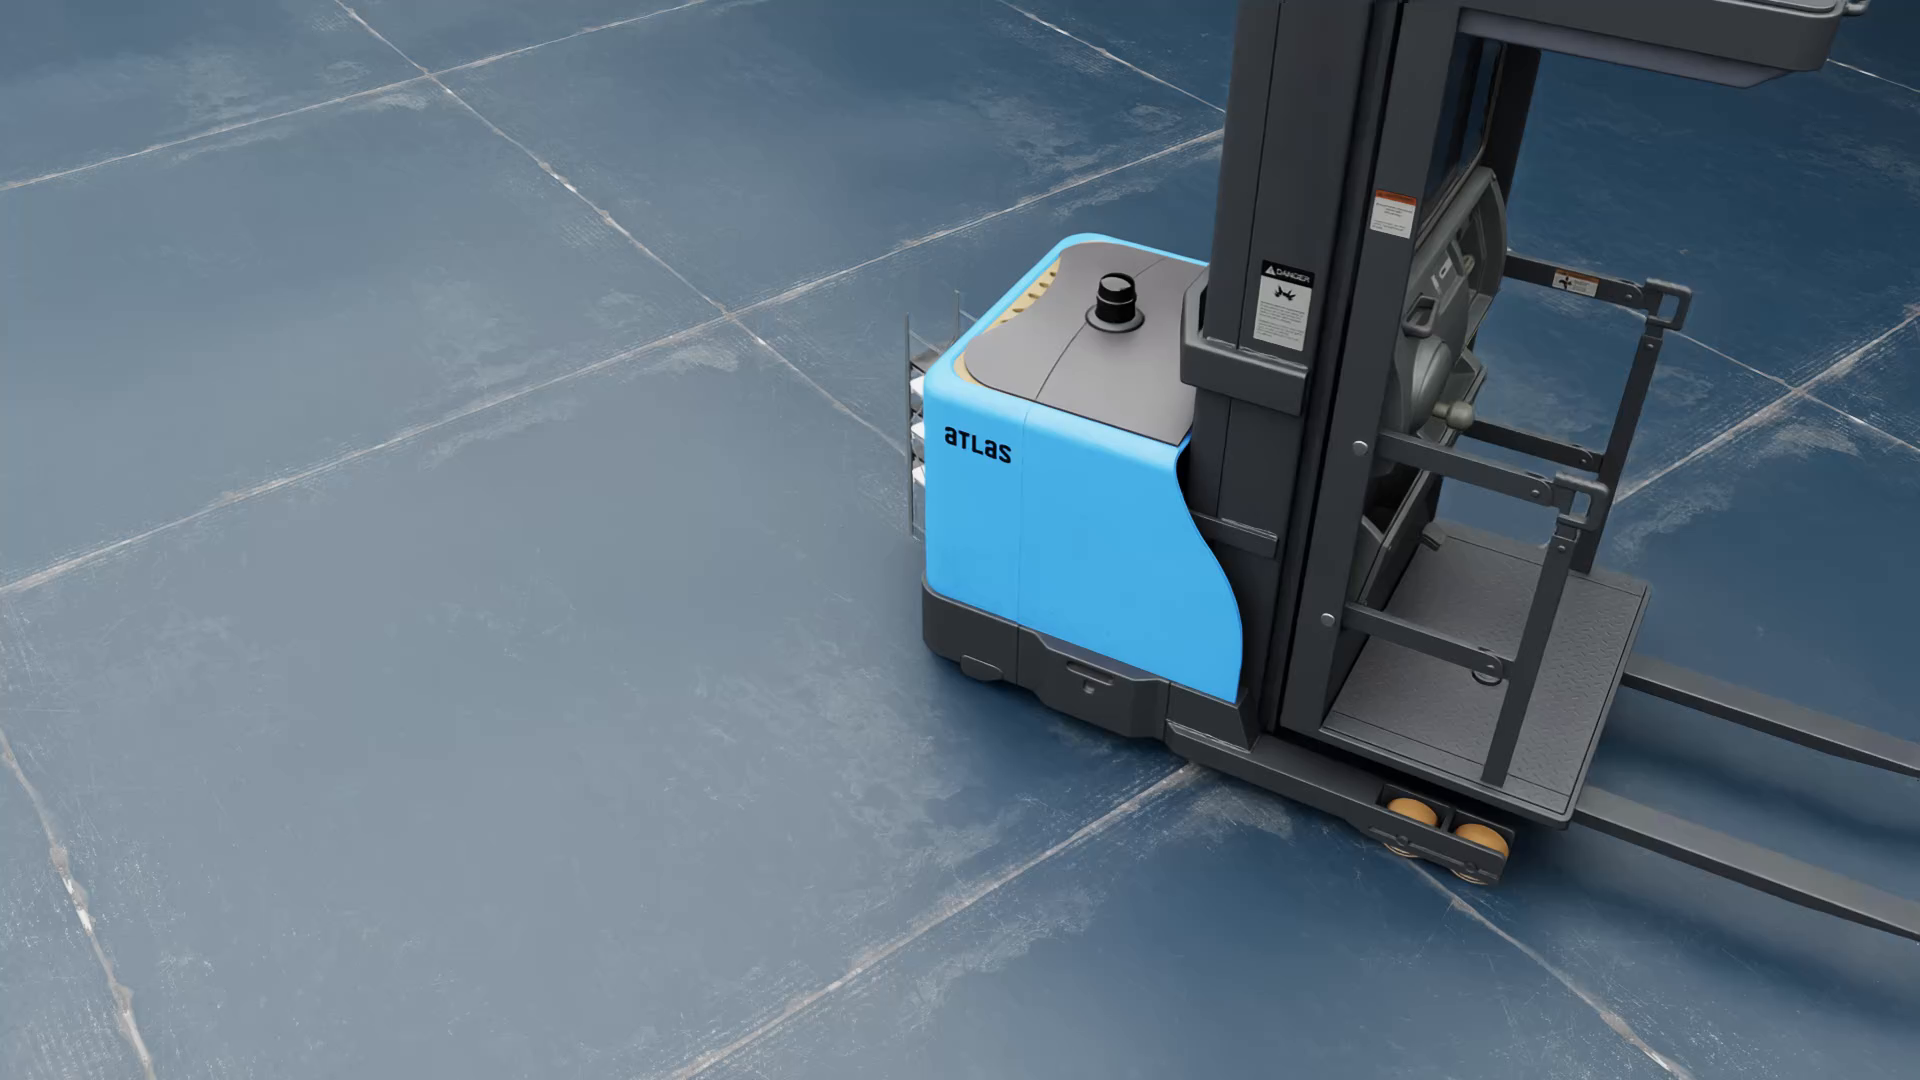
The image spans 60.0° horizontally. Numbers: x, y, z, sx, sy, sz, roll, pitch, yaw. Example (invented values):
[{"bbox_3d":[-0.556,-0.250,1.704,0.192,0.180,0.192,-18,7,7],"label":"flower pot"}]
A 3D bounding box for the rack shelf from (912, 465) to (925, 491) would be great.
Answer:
[{"bbox_3d":[-0.020,-0.184,5.601,0.200,0.077,0.258,-27,46,-29],"label":"rack shelf"}]

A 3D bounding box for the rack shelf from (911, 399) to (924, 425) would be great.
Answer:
[{"bbox_3d":[-0.020,-0.393,5.430,0.200,0.077,0.258,-27,46,-29],"label":"rack shelf"}]

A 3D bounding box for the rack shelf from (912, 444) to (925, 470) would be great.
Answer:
[{"bbox_3d":[-0.020,-0.253,5.544,0.200,0.077,0.258,-27,46,-29],"label":"rack shelf"}]

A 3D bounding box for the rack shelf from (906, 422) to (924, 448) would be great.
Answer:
[{"bbox_3d":[-0.020,-0.323,5.487,0.200,0.077,0.258,-27,46,-29],"label":"rack shelf"}]

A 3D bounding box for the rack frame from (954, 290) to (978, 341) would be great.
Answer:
[{"bbox_3d":[0.059,-0.389,5.515,0.006,0.900,0.240,-27,46,-29],"label":"rack frame"}]

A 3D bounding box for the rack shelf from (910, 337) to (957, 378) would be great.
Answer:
[{"bbox_3d":[-0.020,-0.532,5.316,0.200,0.077,0.258,-27,46,-29],"label":"rack shelf"}]

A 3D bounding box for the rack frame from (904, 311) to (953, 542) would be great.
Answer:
[{"bbox_3d":[-0.099,-0.308,5.416,0.006,0.900,0.240,-27,46,-29],"label":"rack frame"}]

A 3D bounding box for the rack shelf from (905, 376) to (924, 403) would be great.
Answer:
[{"bbox_3d":[-0.020,-0.462,5.373,0.200,0.077,0.258,-27,46,-29],"label":"rack shelf"}]

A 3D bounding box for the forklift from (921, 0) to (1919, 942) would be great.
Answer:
[{"bbox_3d":[1.421,-0.573,4.137,3.031,2.935,1.130,19,43,22],"label":"forklift"}]

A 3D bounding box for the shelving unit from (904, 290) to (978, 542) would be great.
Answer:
[{"bbox_3d":[-0.020,-0.349,5.465,0.210,0.900,0.258,-27,46,-29],"label":"shelving unit"}]
